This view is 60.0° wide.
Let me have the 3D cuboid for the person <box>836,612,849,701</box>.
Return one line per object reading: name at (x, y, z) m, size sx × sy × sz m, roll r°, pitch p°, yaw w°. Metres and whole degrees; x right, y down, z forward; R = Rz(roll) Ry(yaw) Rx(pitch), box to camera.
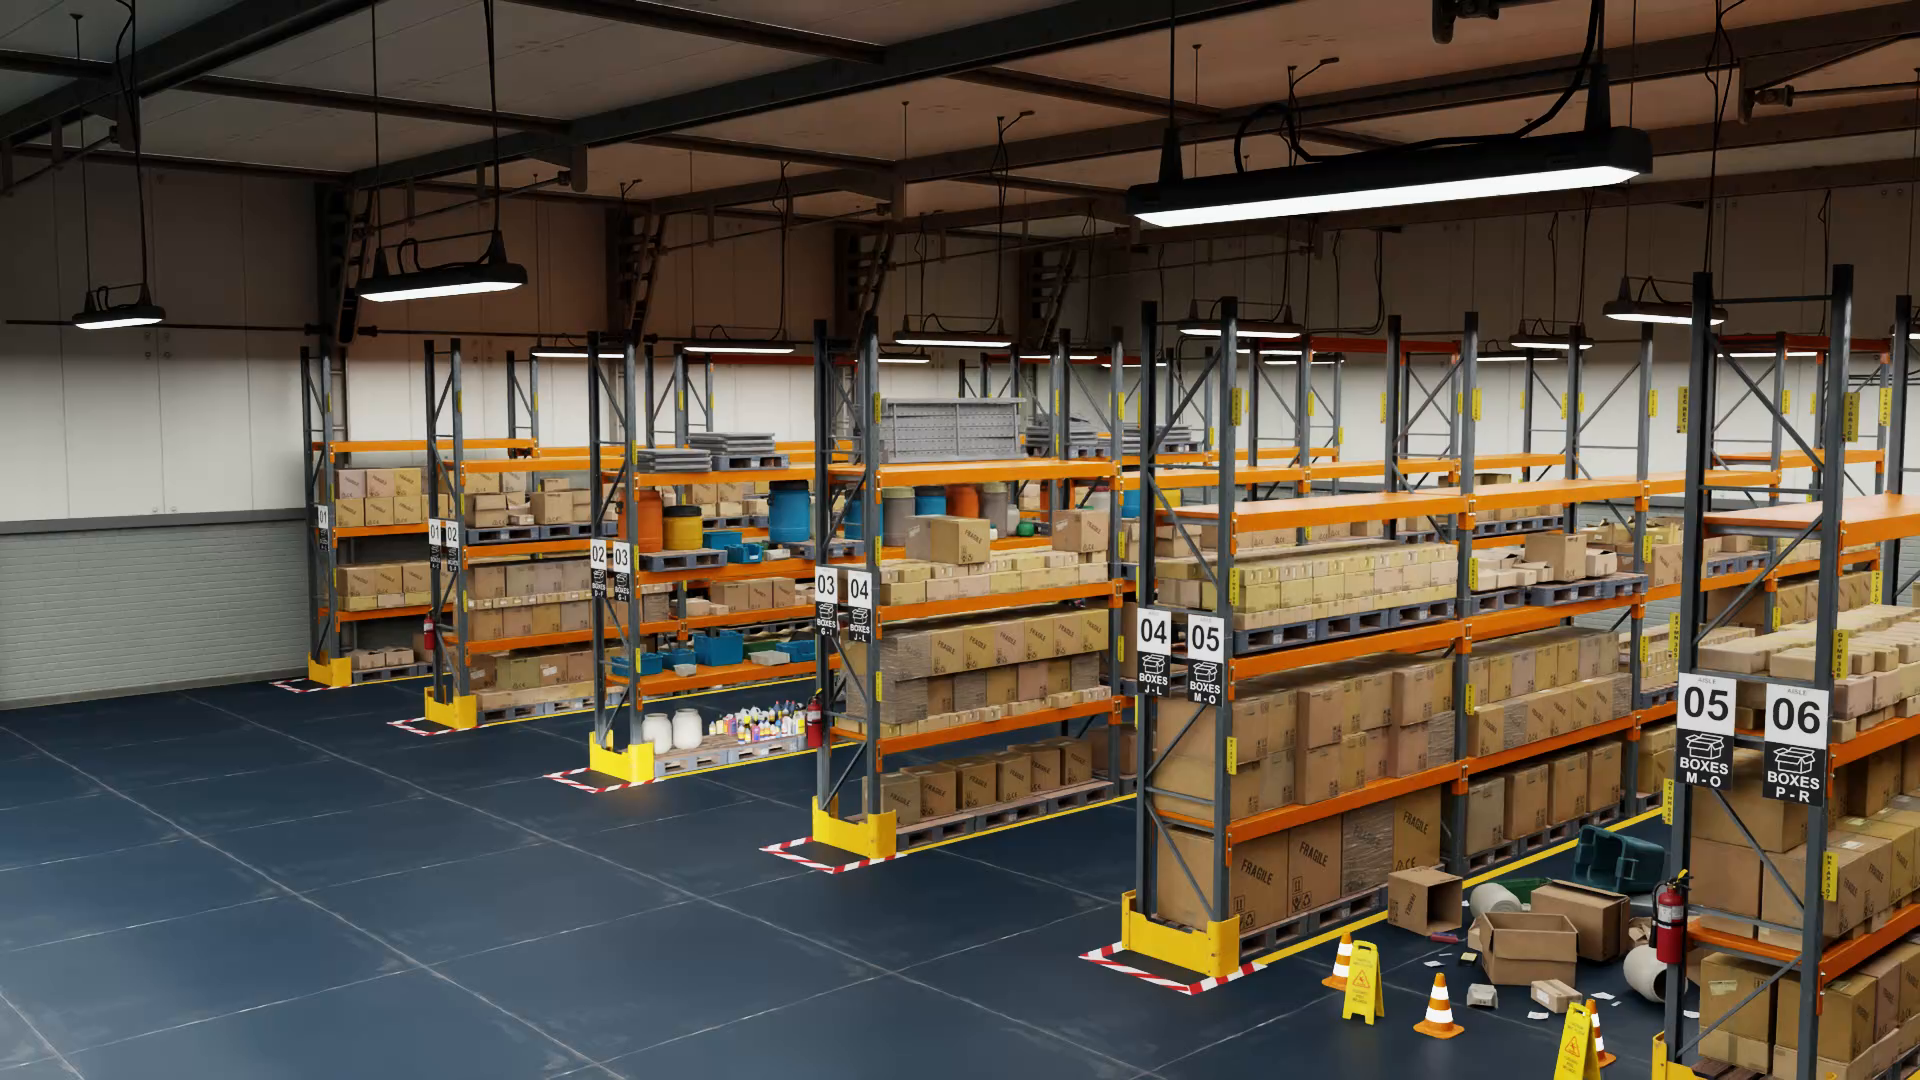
person at (-1.935, 1.819, 27.988) m, size 0.489 × 1.757 × 0.600 m, roll -3°, pitch 6°, yaw -32°
